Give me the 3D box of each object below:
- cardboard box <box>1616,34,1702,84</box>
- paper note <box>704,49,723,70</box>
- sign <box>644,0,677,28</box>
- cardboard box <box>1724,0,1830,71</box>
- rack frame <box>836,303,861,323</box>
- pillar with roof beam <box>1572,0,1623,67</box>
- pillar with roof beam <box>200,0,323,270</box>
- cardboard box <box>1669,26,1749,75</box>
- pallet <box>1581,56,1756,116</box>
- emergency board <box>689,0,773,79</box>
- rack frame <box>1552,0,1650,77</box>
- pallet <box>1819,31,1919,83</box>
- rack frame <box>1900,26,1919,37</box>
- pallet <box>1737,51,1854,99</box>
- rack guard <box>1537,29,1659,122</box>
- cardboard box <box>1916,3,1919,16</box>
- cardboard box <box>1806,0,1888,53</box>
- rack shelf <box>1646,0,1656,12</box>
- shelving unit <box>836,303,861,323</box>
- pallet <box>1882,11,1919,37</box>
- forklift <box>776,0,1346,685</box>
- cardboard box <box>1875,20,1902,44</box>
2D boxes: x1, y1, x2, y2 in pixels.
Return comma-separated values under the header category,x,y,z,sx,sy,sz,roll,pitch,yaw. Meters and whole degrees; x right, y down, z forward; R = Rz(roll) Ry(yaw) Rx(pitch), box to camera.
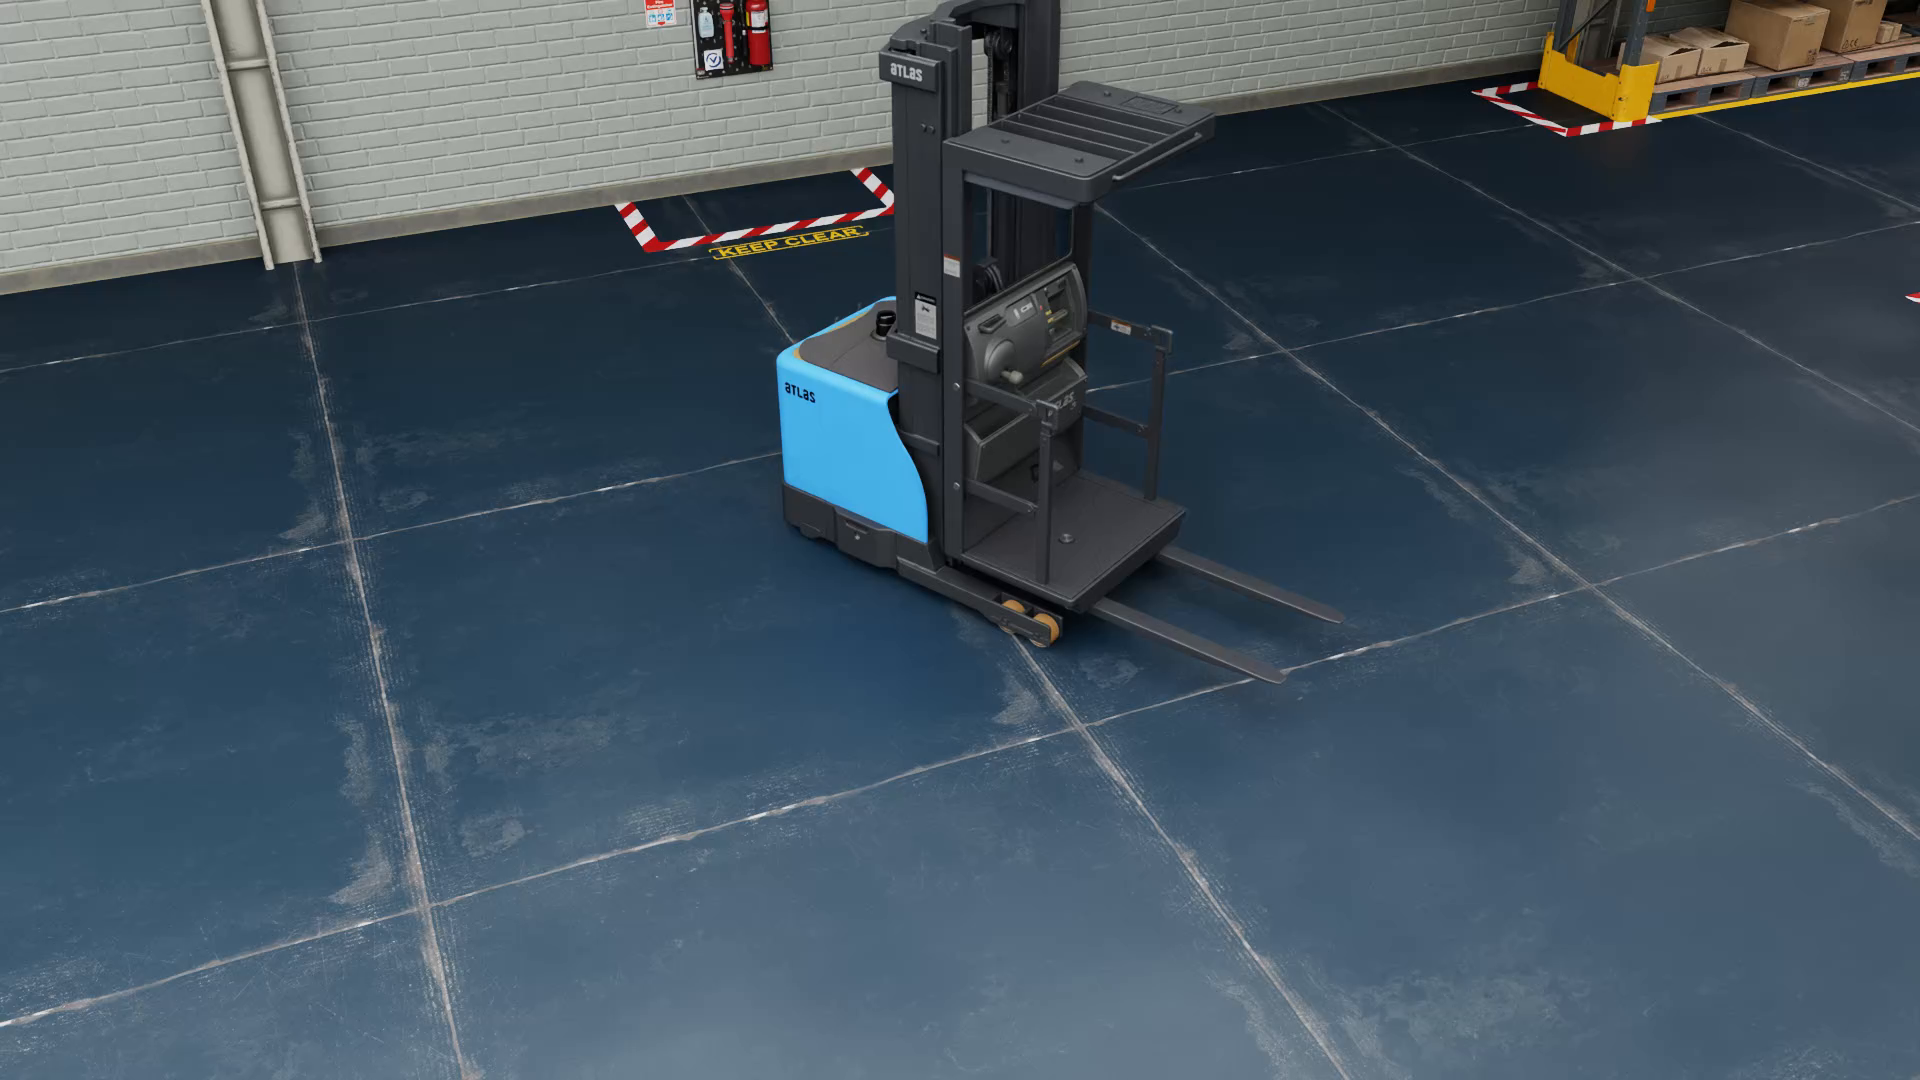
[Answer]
category,x,y,z,sx,sy,sz,roll,pitch,yaw
cardboard box,6.453,-4.470,15.349,0.500,0.311,0.500,-17,37,-24
paper note,-1.925,-3.753,12.993,0.142,0.148,0.016,-13,35,-19
sign,-2.284,-4.075,12.648,0.234,0.329,0.001,-13,35,-19
cardboard box,7.674,-4.799,15.682,0.500,0.500,0.700,-15,36,-22
rack frame,-0.642,-0.940,9.786,0.006,0.900,0.240,19,37,26
pillar with roof beam,7.757,-6.244,10.513,0.400,9.000,9.100,-13,35,-19
pillar with roof beam,-3.307,-3.710,6.619,0.400,9.000,9.100,-13,35,-19
cardboard box,6.979,-4.590,15.534,0.500,0.311,0.500,-10,34,-15
pallet,6.613,-4.312,15.602,1.213,0.211,1.003,-13,35,-19
emergency board,-1.735,-4.125,12.757,0.643,1.169,0.194,-13,35,-19
rack frame,5.780,-5.311,14.581,0.127,3.000,1.000,-13,35,-19
pallet,8.863,-4.828,16.394,1.213,0.211,1.003,-13,35,-19
rack frame,9.468,-6.156,15.879,0.127,3.000,1.000,-13,35,-19
pallet,7.736,-4.568,15.995,1.213,0.211,1.003,-13,35,-19
rack guard,5.850,-4.280,15.287,0.348,0.500,1.175,-13,35,-19
cardboard box,10.141,-5.456,16.692,0.500,0.500,0.700,-12,35,-17
cardboard box,8.527,-5.053,16.073,0.500,0.500,0.500,-16,36,-22
rack shelf,7.624,-5.432,15.426,4.000,0.370,1.077,-13,35,-19
shelving unit,-0.555,-0.911,9.742,0.210,0.900,0.258,19,37,26
pallet,10.186,-5.152,16.893,1.213,0.211,1.003,-13,35,-19
forklift,0.496,-1.020,8.048,3.031,2.935,1.130,23,39,31
cardboard box,8.987,-5.025,16.335,0.250,0.166,0.380,-18,37,-25
